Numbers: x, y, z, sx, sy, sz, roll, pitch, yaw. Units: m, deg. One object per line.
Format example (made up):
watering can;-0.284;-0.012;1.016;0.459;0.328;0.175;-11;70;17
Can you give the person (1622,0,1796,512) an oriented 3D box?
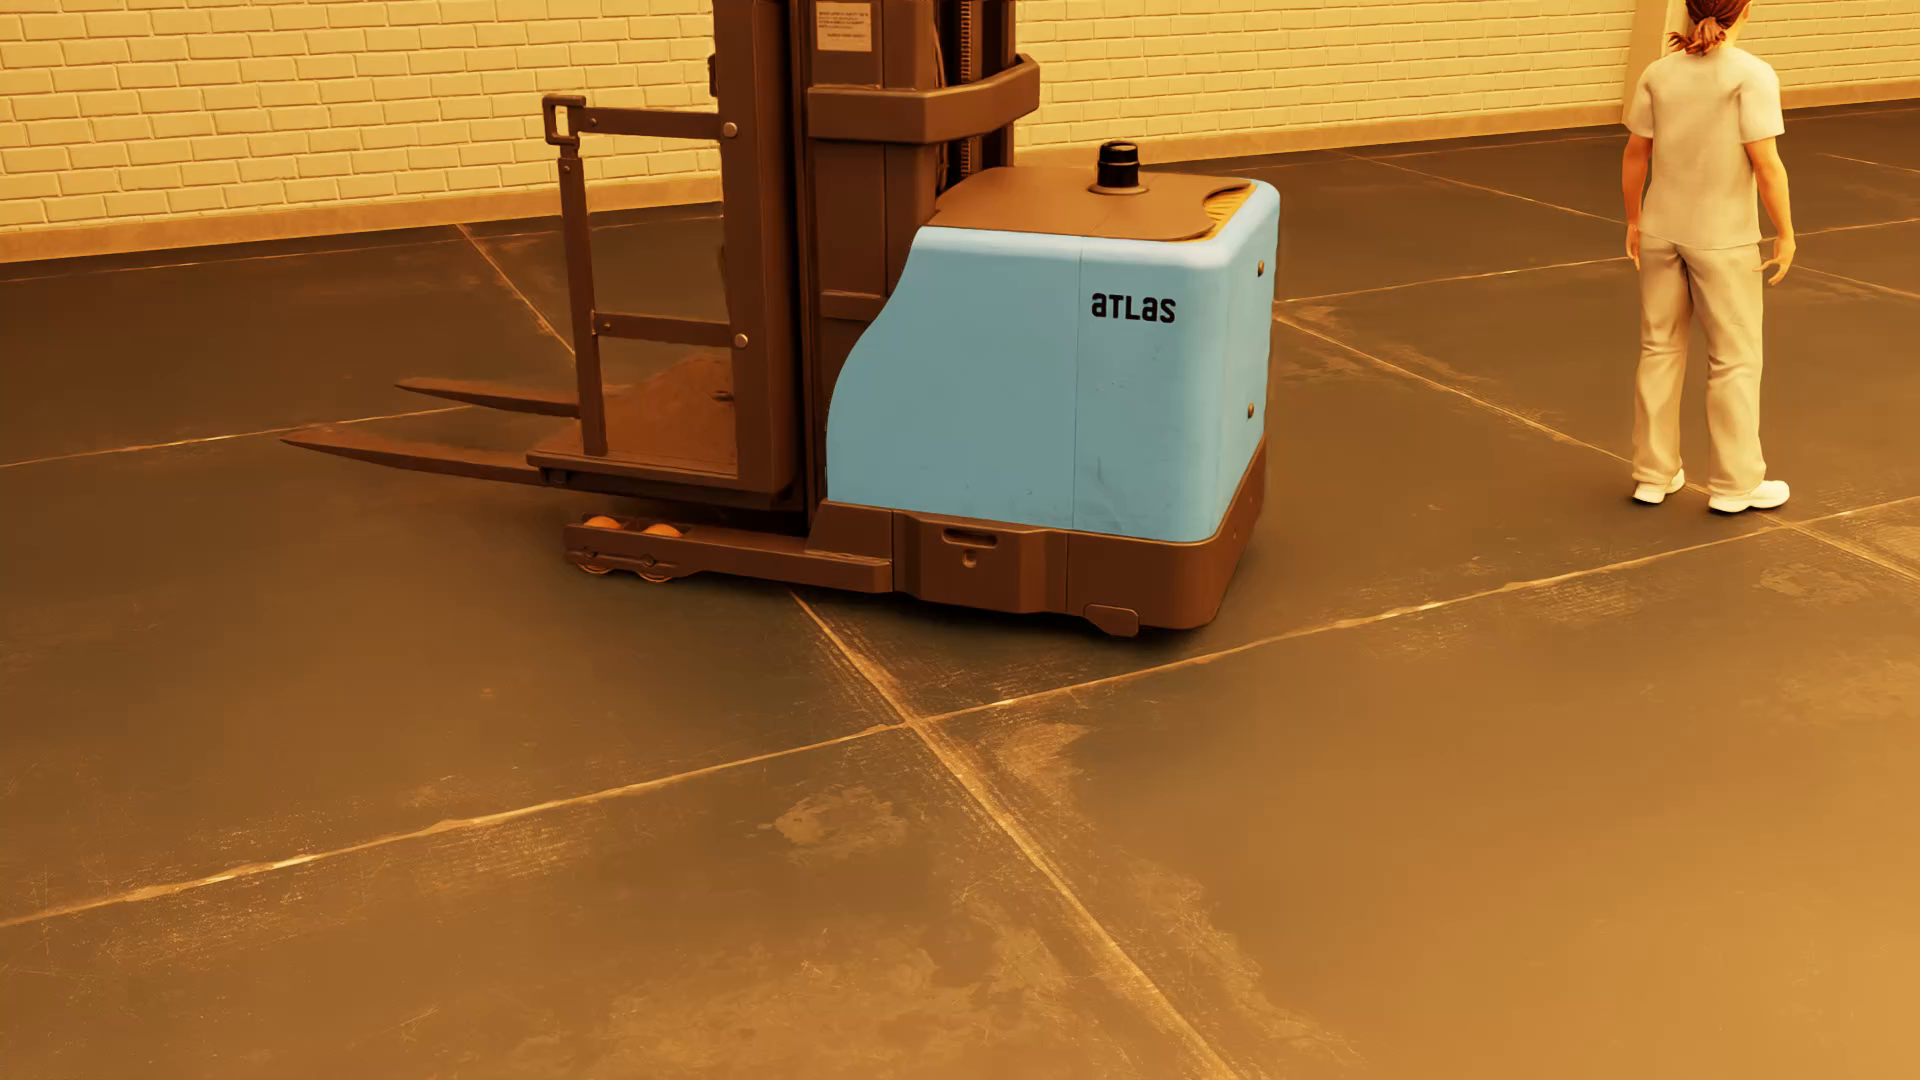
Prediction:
person;2.318;-0.913;5.122;0.543;1.668;0.557;-16;28;-34

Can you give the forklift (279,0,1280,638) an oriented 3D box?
forklift;-0.635;-1.414;4.689;3.031;2.935;1.130;7;24;17
